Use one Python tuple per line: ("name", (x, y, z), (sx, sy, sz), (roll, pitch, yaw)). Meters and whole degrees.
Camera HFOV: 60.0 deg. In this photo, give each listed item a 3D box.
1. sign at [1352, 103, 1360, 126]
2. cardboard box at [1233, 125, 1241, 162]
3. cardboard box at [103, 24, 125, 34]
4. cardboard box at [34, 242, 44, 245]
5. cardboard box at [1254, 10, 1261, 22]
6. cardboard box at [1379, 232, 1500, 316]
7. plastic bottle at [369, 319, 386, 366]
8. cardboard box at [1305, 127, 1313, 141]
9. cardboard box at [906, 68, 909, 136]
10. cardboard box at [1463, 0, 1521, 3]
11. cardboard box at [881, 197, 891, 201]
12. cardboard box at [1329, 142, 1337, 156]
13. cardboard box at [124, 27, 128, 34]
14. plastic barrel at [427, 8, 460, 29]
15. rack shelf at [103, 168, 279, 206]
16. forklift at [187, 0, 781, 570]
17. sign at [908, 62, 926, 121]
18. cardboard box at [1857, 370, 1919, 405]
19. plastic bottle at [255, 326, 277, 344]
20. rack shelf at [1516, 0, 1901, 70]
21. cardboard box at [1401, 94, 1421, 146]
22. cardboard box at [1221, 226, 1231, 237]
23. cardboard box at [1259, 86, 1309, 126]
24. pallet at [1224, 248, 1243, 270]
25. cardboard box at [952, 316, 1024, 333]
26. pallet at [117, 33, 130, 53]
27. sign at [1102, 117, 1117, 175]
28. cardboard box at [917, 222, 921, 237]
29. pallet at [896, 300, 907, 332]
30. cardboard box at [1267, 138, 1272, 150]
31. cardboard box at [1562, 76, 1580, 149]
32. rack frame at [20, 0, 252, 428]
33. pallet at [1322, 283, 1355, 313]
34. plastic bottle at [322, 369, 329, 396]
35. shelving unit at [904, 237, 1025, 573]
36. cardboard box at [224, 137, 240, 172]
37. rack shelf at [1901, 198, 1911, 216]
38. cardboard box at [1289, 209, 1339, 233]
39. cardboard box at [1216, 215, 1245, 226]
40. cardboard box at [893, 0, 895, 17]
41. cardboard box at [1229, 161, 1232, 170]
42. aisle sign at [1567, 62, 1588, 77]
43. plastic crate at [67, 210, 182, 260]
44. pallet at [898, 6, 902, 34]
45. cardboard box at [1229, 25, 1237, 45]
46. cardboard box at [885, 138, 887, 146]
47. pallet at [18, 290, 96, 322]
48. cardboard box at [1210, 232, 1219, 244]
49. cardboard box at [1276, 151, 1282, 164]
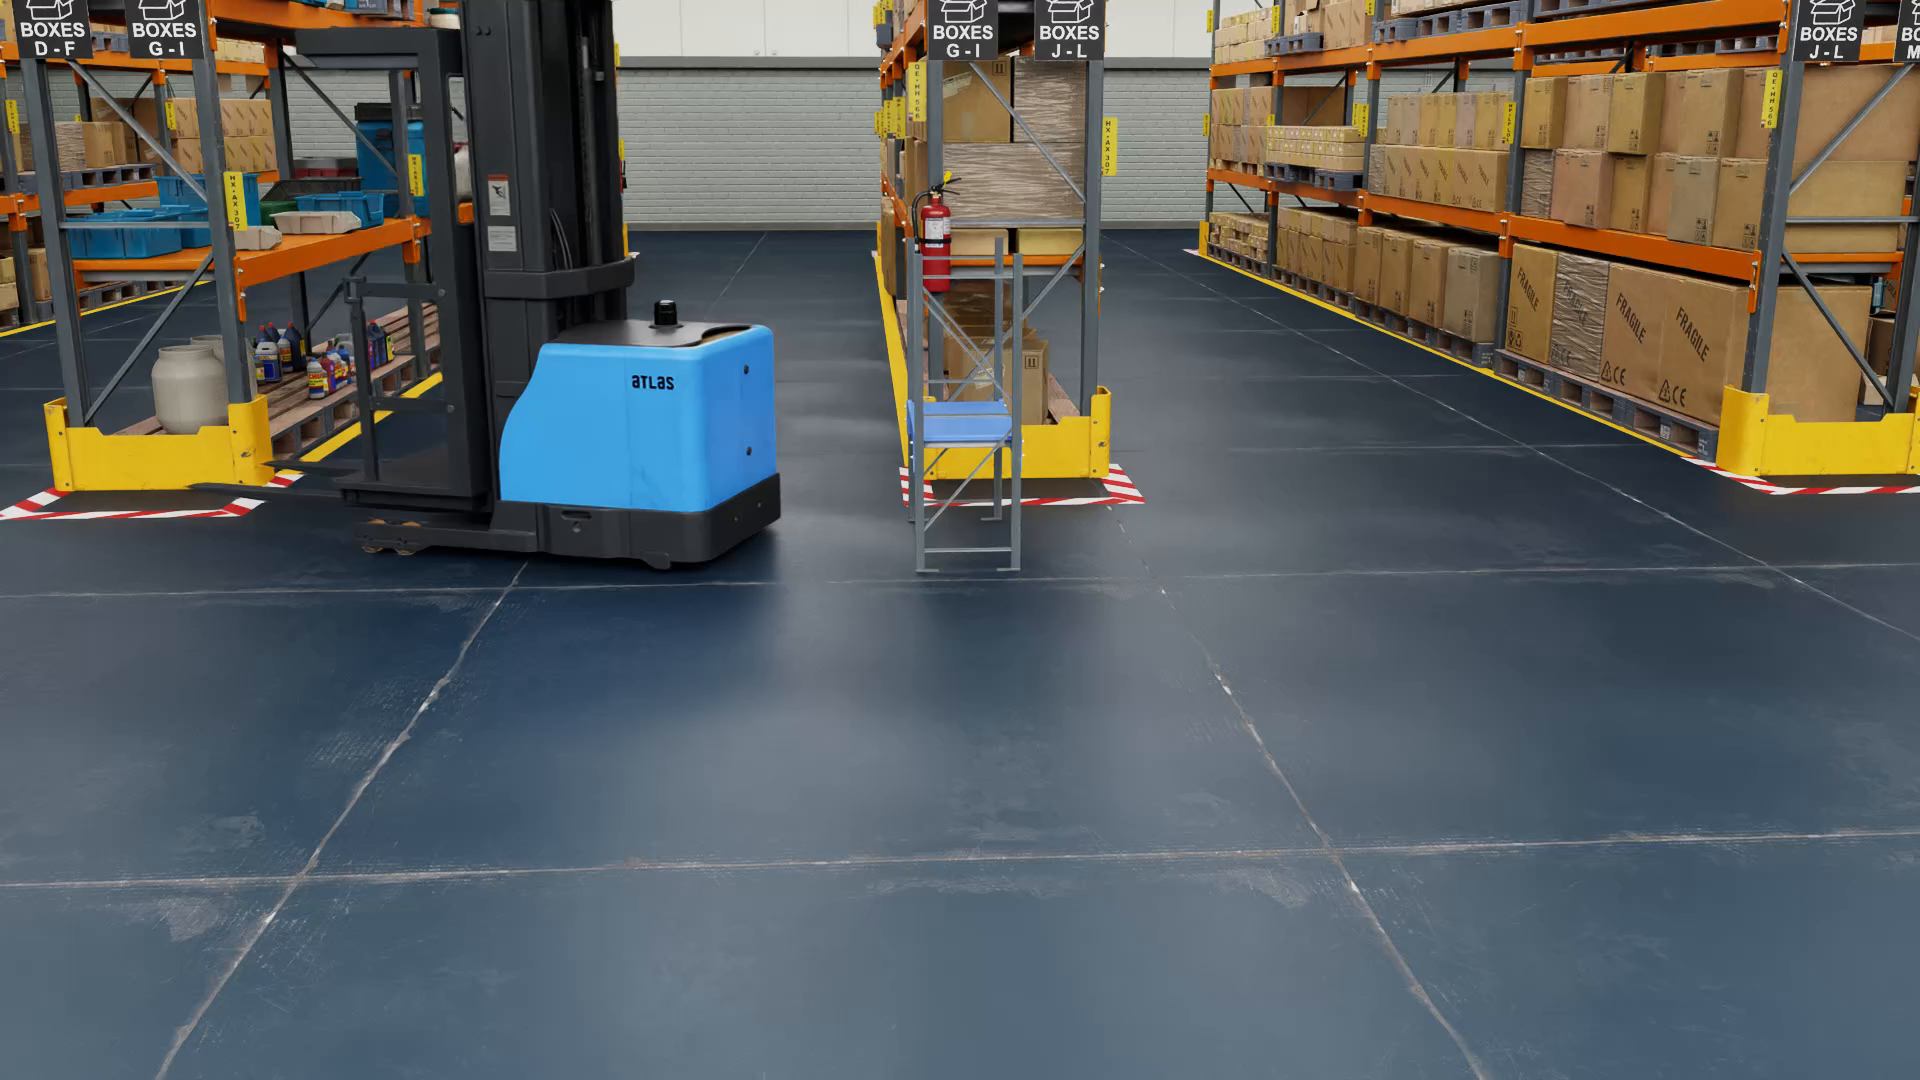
("sign", (5.080, -5.449, 21.363), (0.100, 0.325, 0.005), (-1, 14, -3))
("cardboard box", (4.144, -5.569, 23.354), (0.500, 0.500, 0.500), (-1, 14, -5))
("cardboard box", (-10.360, -6.302, 19.737), (0.600, 0.600, 0.600), (-2, 15, -9))
("cardboard box", (-10.394, -3.041, 18.460), (0.500, 0.500, 0.500), (-1, 14, -5))
("cardboard box", (4.161, -7.027, 22.296), (0.380, 0.149, 0.250), (-1, 15, -6))
("cardboard box", (4.779, -2.628, 16.393), (1.050, 0.750, 0.750), (-1, 14, -3))
("plastic bottle", (-4.551, -1.536, 12.910), (0.144, 0.351, 0.185), (-1, 14, -5))
("cardboard box", (4.208, -4.691, 19.205), (0.380, 0.149, 0.250), (0, 14, -1))
("cardboard box", (-0.161, -3.399, 12.913), (0.500, 0.500, 0.500), (-1, 14, -3))
("cardboard box", (4.726, -4.825, 14.498), (0.500, 0.250, 0.500), (-1, 14, -4))
("cardboard box", (-0.371, -3.843, 20.865), (1.225, 0.875, 0.875), (-1, 14, -3))
("cardboard box", (4.271, -4.292, 18.254), (0.380, 0.149, 0.250), (0, 14, -1))
("cardboard box", (-10.100, -6.423, 20.747), (0.500, 0.250, 0.500), (-1, 14, -3))
("plastic barrel", (-4.814, -4.830, 15.535), (0.301, 0.262, 0.301), (0, 14, 0))
("rack shelf", (-10.442, -4.825, 22.702), (1.077, 0.370, 4.000), (-1, 14, -3))
("forklift", (-2.513, -1.463, 8.332), (3.031, 2.935, 1.130), (4, 15, 15))
("sign", (-0.242, -2.554, 9.473), (0.100, 0.325, 0.005), (-1, 14, -3))
("cardboard box", (6.966, -1.166, 12.527), (0.396, 0.266, 0.258), (2, 15, 6))
("plastic bottle", (-5.231, -1.438, 12.528), (0.144, 0.351, 0.185), (-1, 15, -6))
("rack shelf", (5.146, -3.496, 11.520), (1.077, 0.370, 4.000), (-1, 14, -3))
("cardboard box", (4.824, -4.179, 16.543), (0.700, 0.500, 0.500), (-1, 14, -4))
("cardboard box", (4.026, -4.513, 24.327), (0.380, 0.149, 0.250), (0, 14, -2))
("cardboard box", (4.227, -5.669, 21.734), (0.500, 0.500, 0.500), (-1, 14, -5))
("pallet", (4.371, -3.999, 23.647), (1.003, 0.211, 1.213), (-1, 14, -3))
("cardboard box", (0.200, -1.296, 11.717), (0.500, 0.500, 0.500), (0, 14, 2))
("pallet", (-10.348, -5.874, 19.694), (1.213, 0.211, 1.003), (-1, 14, -3))
("sign", (0.854, -2.271, 9.596), (0.100, 0.325, 0.005), (-1, 14, -3))
("cardboard box", (-0.109, -2.161, 11.409), (0.380, 0.149, 0.250), (-1, 14, -3))
("pallet", (-0.136, -2.288, 16.996), (1.003, 0.211, 1.213), (-1, 14, -3))
("cardboard box", (4.091, -5.000, 21.004), (0.380, 0.149, 0.250), (-1, 14, -3))
("cardboard box", (5.160, -3.258, 12.701), (0.875, 0.550, 0.550), (-1, 14, -3))
("rack frame", (-4.631, -1.767, 9.374), (1.000, 3.000, 0.127), (-1, 14, -3))
("pallet", (4.727, -2.728, 18.707), (1.003, 0.211, 1.213), (-1, 14, -3))
("plastic bottle", (-4.438, -1.106, 11.539), (0.097, 0.201, 0.097), (0, 14, 0))
("shelving unit", (0.005, -0.705, 8.257), (0.538, 1.500, 1.048), (-1, 14, -3))
("cardboard box", (-10.174, -5.233, 22.646), (0.500, 0.500, 0.500), (-1, 14, -4))
("rack shelf", (9.832, -3.140, 16.155), (1.077, 0.370, 4.000), (-1, 14, -3))
("cardboard box", (4.344, -3.915, 20.391), (0.500, 0.250, 0.500), (0, 14, -2))
("cardboard box", (3.997, -4.718, 24.528), (0.380, 0.149, 0.250), (-1, 14, -4))
("cardboard box", (-0.410, -5.455, 16.485), (0.500, 0.500, 0.500), (-1, 14, -3))
("cardboard box", (4.144, -5.474, 24.286), (0.380, 0.149, 0.250), (0, 14, -1))
("aisle sign", (9.518, -7.257, 25.495), (0.394, 0.787, 0.004), (-1, 14, -3))
("plastic crate", (-4.960, -1.815, 9.858), (0.499, 0.251, 0.616), (-1, 14, -3))
("pallet", (0.066, -4.613, 14.792), (1.213, 0.211, 1.003), (-1, 14, -3))
("cardboard box", (4.099, -7.127, 23.486), (0.500, 0.250, 0.500), (-1, 14, -3))
("cardboard box", (-0.726, -5.373, 21.587), (0.500, 0.500, 0.500), (0, 14, -2))
("pallet", (-10.079, -2.517, 17.884), (1.003, 0.211, 1.213), (-1, 14, -3))
("cardboard box", (3.991, -4.561, 25.114), (0.380, 0.149, 0.250), (-1, 14, -2))
("cardboard box", (4.126, -4.725, 20.531), (0.380, 0.149, 0.250), (-1, 14, -3))
